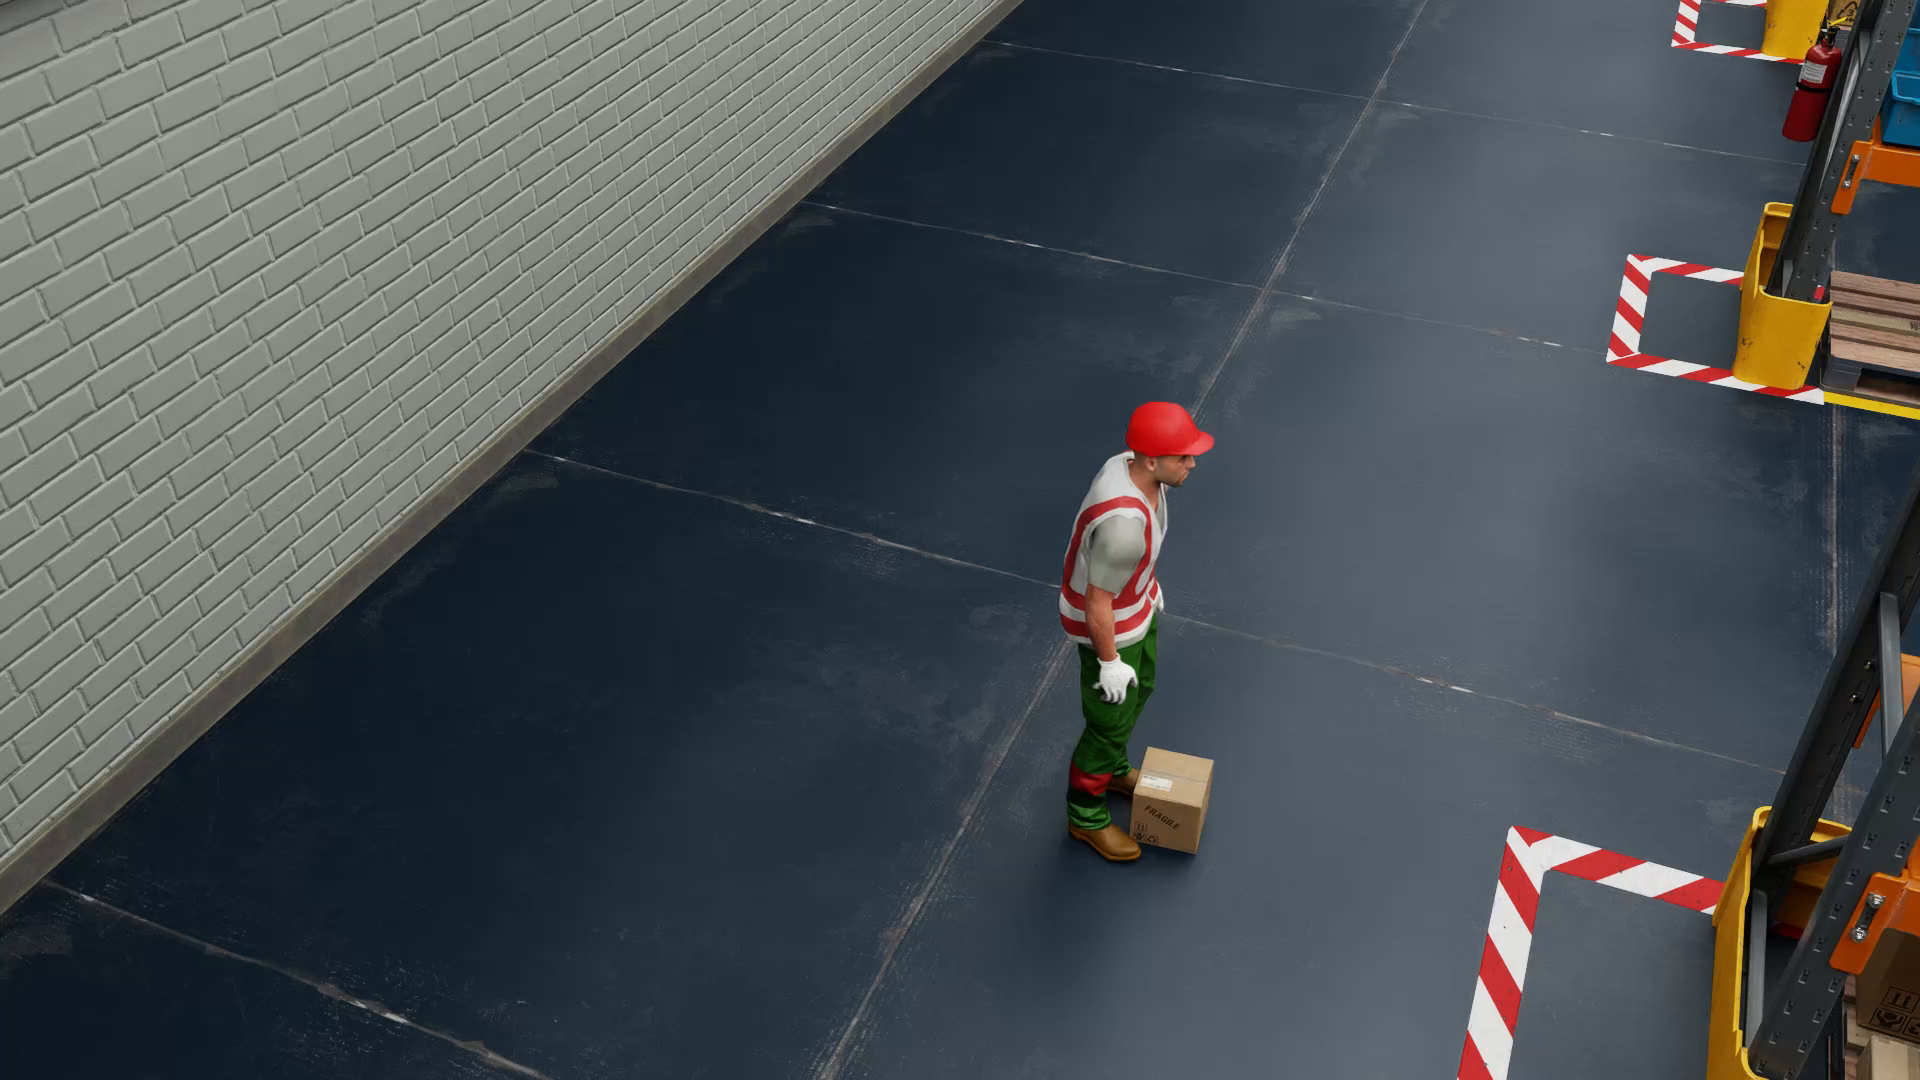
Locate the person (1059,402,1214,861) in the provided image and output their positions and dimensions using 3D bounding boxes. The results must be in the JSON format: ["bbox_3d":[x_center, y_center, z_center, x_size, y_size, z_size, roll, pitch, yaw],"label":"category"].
[{"bbox_3d":[0.579,0.288,5.758,0.452,1.779,0.618,12,39,15],"label":"person"}]
